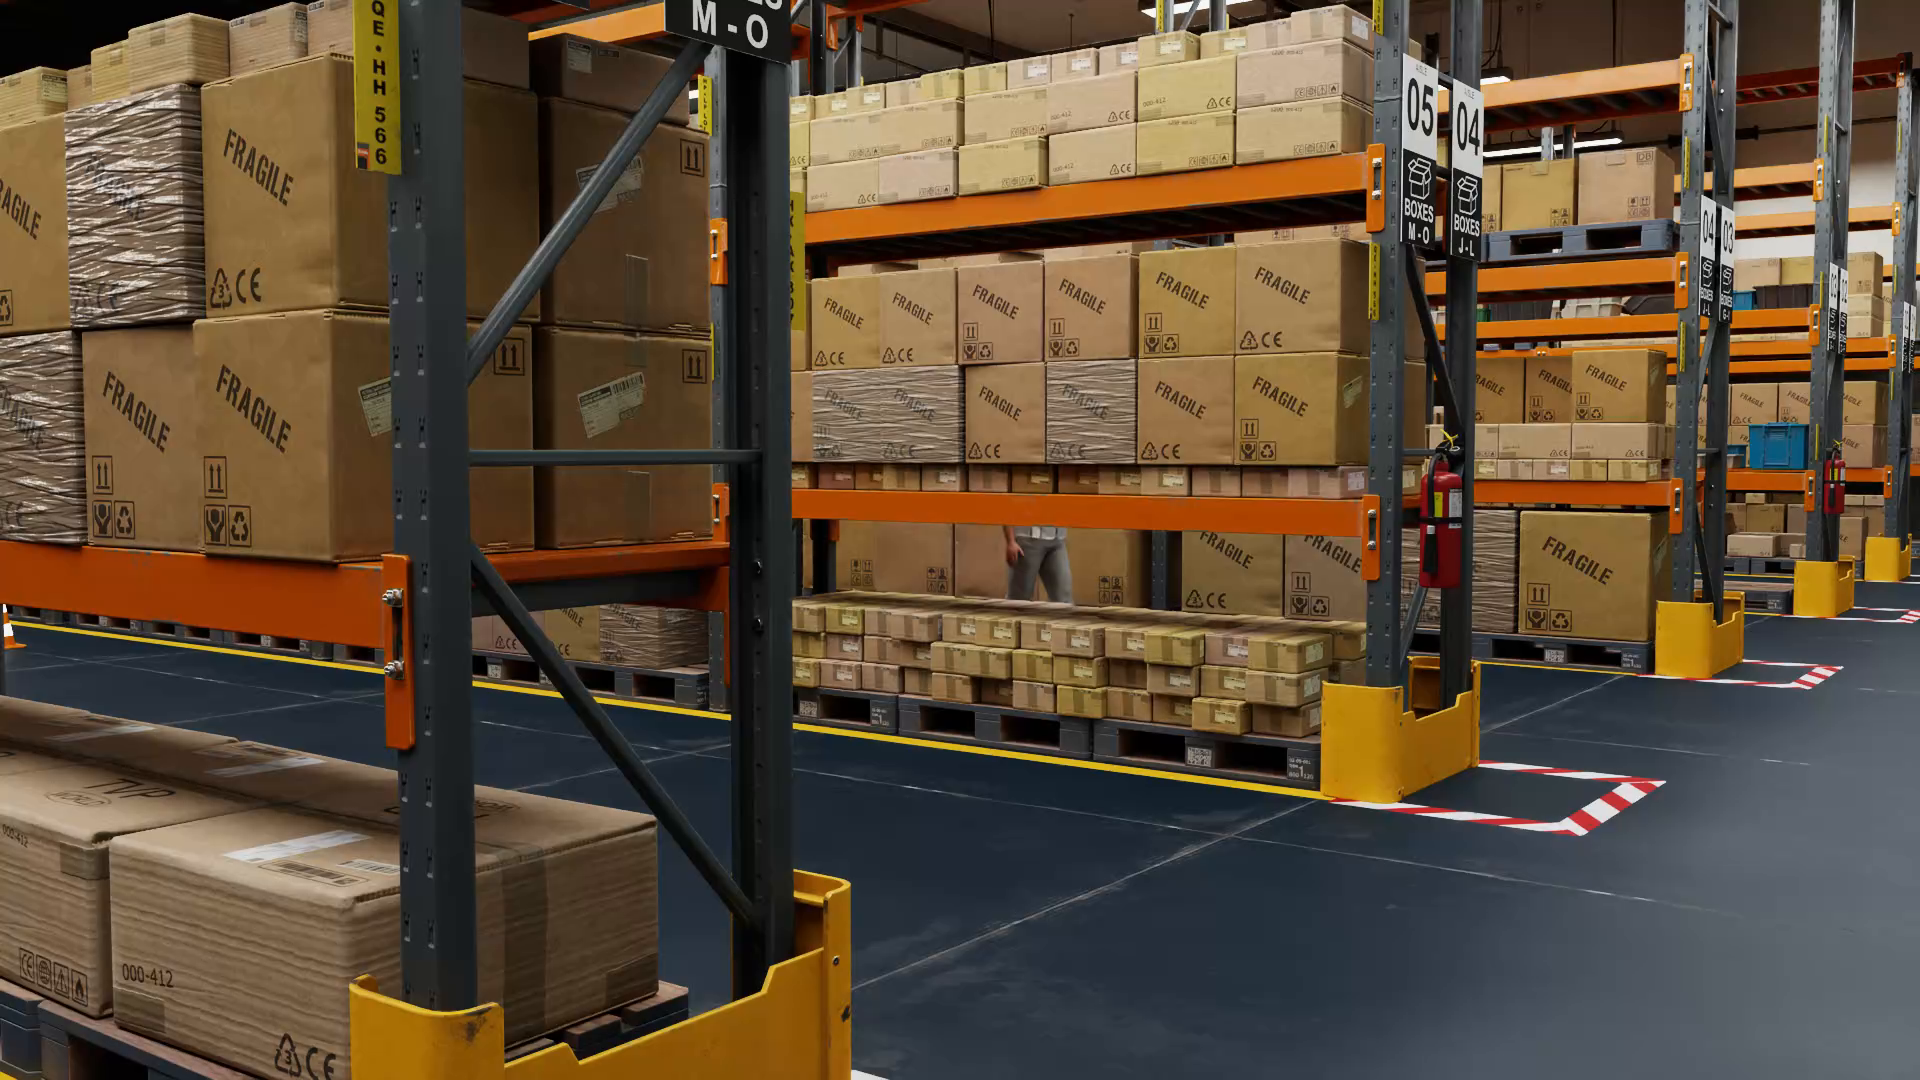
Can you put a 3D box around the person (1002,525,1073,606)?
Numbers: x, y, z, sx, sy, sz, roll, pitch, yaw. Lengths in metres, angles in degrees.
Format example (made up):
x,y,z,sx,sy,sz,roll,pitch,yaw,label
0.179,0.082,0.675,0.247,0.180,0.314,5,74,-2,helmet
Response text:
x,y,z,sx,sy,sz,roll,pitch,yaw,label
0.587,0.012,11.644,0.736,1.728,0.568,3,4,44,person
